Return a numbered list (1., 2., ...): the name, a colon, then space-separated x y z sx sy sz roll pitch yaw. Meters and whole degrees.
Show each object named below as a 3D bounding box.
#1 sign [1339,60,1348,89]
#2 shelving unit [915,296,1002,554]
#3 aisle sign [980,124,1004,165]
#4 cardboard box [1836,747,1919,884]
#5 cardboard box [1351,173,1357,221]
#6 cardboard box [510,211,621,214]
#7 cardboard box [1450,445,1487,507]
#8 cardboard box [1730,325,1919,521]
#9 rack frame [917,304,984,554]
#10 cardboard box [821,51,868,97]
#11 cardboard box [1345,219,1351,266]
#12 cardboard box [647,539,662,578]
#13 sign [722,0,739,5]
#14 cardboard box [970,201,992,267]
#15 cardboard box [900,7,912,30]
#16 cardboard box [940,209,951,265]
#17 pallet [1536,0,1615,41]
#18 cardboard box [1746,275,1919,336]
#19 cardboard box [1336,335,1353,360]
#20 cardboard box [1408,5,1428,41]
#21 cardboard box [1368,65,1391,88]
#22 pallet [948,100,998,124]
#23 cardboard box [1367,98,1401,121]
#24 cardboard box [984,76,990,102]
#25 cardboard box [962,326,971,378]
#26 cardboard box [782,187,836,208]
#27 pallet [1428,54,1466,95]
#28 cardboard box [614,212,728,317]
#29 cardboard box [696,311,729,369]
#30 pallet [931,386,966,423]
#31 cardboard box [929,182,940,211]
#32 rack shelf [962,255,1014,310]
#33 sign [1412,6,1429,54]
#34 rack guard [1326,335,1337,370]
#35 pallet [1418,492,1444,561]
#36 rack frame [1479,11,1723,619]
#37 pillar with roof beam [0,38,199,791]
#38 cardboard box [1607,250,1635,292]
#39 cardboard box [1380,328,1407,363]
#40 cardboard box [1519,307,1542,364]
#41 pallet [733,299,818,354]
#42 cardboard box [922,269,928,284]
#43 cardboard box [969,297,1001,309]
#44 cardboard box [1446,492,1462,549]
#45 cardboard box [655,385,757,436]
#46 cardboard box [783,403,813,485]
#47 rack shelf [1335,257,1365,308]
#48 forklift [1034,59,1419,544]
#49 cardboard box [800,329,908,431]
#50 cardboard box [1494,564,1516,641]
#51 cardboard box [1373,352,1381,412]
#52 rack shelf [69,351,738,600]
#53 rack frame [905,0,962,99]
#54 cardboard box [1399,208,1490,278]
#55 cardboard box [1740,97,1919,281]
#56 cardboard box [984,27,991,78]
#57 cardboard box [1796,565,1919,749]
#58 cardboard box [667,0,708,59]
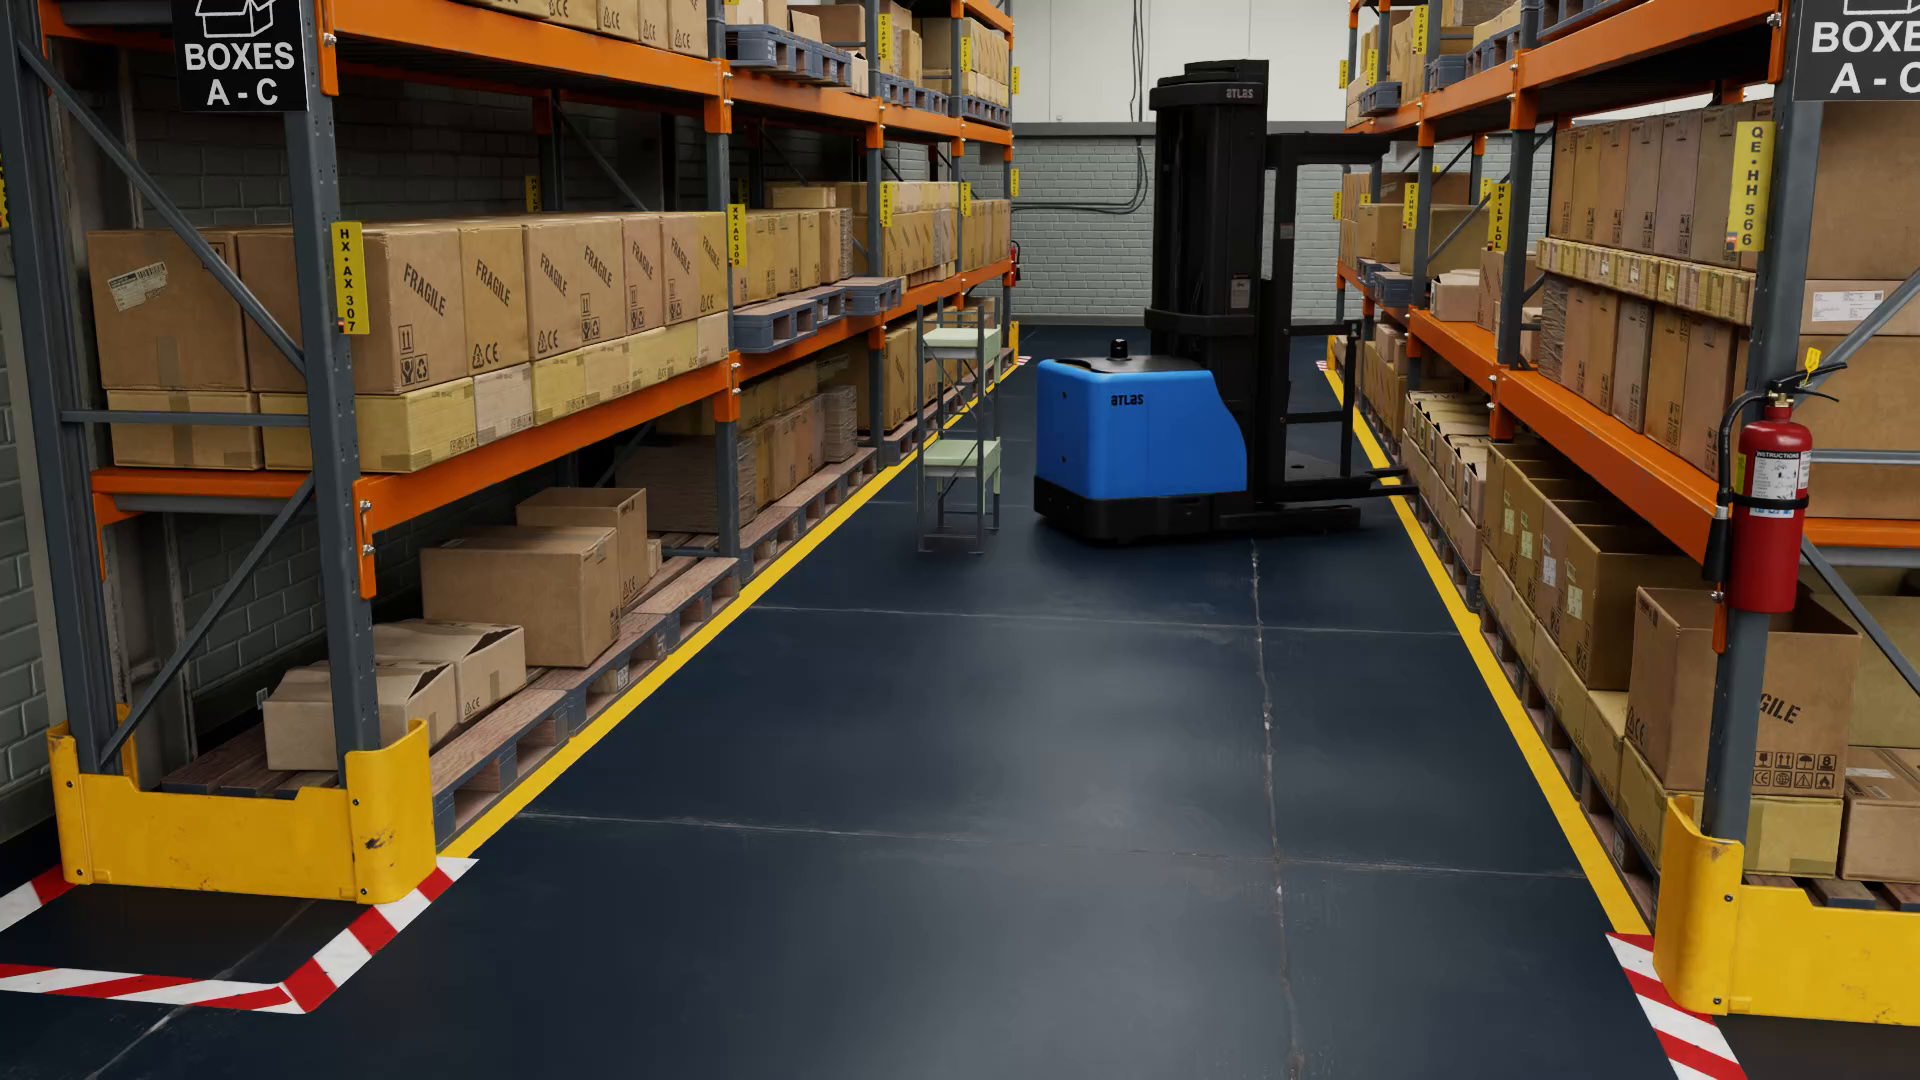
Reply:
1. sign: 4.489 -5.445 19.444 0.100 0.325 0.005 2 12 9
2. shelving unit: -0.001 -0.732 10.329 0.431 1.500 0.755 2 12 9
3. aisle sign: 0.438 -4.970 20.262 0.394 0.787 0.004 2 12 9
4. cardboard box: 2.867 0.831 5.046 0.500 0.250 0.500 2 12 9
5. cardboard box: 4.465 -3.669 17.786 0.500 0.500 0.500 2 12 8
6. cardboard box: -1.994 -1.407 8.433 0.500 0.500 0.500 2 12 7
7. cardboard box: 3.033 -0.373 9.303 0.500 0.311 0.500 2 12 10
8. cardboard box: 2.649 -0.349 4.754 0.700 0.500 0.500 2 12 9
9. rack frame: -0.057 -0.656 9.975 0.400 1.500 0.023 2 12 9
10. cardboard box: -0.944 -3.302 11.739 0.500 0.311 0.500 2 12 9
11. cardboard box: 4.543 -3.287 18.387 0.500 0.500 0.500 2 12 8
12. cardboard box: -1.768 0.087 8.651 0.380 0.166 0.250 0 12 1
13. sign: -1.178 -2.899 8.476 0.100 0.325 0.005 2 12 9
14. cardboard box: -0.165 -3.423 18.546 0.980 0.700 0.700 1 12 6
15. cardboard box: -0.750 -4.779 15.366 0.500 0.250 0.500 3 12 13
16. cardboard box: -0.375 -2.854 15.626 0.500 0.500 0.500 2 12 9
17. pallet: 3.074 -2.280 7.045 1.003 0.211 1.213 2 12 9
18. cardboard box: 2.435 -0.655 4.634 0.380 0.149 0.250 2 12 8
19. cardboard box: 4.585 -2.197 19.048 0.500 0.250 0.500 2 12 9
20. cardboard box: 4.058 -4.090 13.761 0.600 0.600 0.600 1 12 6
21. cardboard box: 4.217 -4.448 16.064 0.500 0.250 0.500 2 12 9
22. pallet: -0.159 -4.707 18.305 1.003 0.211 1.213 2 12 9
23. cardboard box: 4.222 -4.204 16.116 0.500 0.250 0.500 2 12 9
24. cardboard box: 0.046 -4.856 17.907 0.500 0.250 0.500 2 12 7
25. cardboard box: -0.269 -1.996 17.574 0.700 0.500 0.500 2 12 9
26. cardboard box: -1.123 -2.536 12.321 0.380 0.149 0.250 0 12 1
27. pallet: 3.779 -3.098 11.078 1.213 0.211 1.003 2 12 11
28. cardboard box: -1.482 -1.390 8.352 0.500 0.500 0.500 2 12 9
29. cardboard box: -1.489 -1.023 8.431 0.500 0.250 0.500 2 12 9
30. pallet: -0.529 -1.335 16.185 1.003 0.211 1.213 2 12 9
31. cardboard box: -0.471 -3.114 15.050 0.500 0.250 0.500 2 12 10
32. rack shelf: -0.177 -2.925 18.655 1.077 0.370 4.000 2 12 9
33. sign: 3.259 -3.605 11.756 0.100 0.325 0.005 2 12 9
34. rack guard: 5.014 -2.296 19.960 1.175 0.500 0.348 2 12 9
35. pallet: 3.440 -0.082 10.372 1.003 0.211 1.213 2 12 9
36. rack frame: 3.180 -1.036 8.179 1.000 3.000 0.127 2 12 9
37. pillar with roof beam: 1.176 -3.330 4.584 9.100 9.000 0.400 2 12 9
38. cardboard box: 2.713 -1.029 6.373 0.380 0.149 0.250 2 12 8
39. cardboard box: 3.865 -1.655 14.164 0.500 0.250 0.500 2 12 8
40. cardboard box: 3.213 -1.066 8.677 0.500 0.250 0.500 3 12 12
41. pallet: -1.454 -1.256 9.657 1.003 0.211 1.213 2 12 9
42. cardboard box: -0.496 -2.405 15.083 0.380 0.149 0.250 2 12 7
43. cardboard box: 0.282 -2.812 19.820 0.380 0.149 0.250 2 12 8
44. cardboard box: 3.037 -0.098 9.357 0.500 0.250 0.500 2 12 8
45. cardboard box: -1.554 -0.801 10.198 0.500 0.250 0.500 2 12 7
46. cardboard box: -1.402 -0.662 11.334 0.700 0.500 0.500 2 12 8
47. rack shelf: 4.718 -2.766 17.914 1.077 0.370 4.000 2 12 9
48. forklift: 2.064 -1.571 10.828 3.031 2.935 1.130 -4 13 -18
49. cardboard box: -0.857 -1.331 13.657 0.750 0.750 0.750 2 12 8
50. cardboard box: 2.727 0.294 7.540 0.500 0.250 0.500 2 12 9
51. cardboard box: 3.940 -1.386 14.695 0.500 0.500 0.500 2 12 9
52. rack shelf: -2.023 -0.427 7.064 1.077 0.370 4.000 2 12 9
53. rack frame: -0.485 -5.793 16.016 1.000 3.000 0.127 2 12 9
54. cardboard box: 3.781 -2.257 12.613 0.700 0.500 0.500 -2 12 -10
55. cardboard box: 2.657 -0.994 4.668 0.700 0.500 0.500 2 12 9
56. cardboard box: 0.045 -5.224 17.836 0.500 0.500 0.500 2 12 9
57. cardboard box: 2.942 0.361 5.450 0.500 0.500 0.500 2 12 9
58. cardboard box: -1.549 -2.607 8.064 0.500 0.500 0.500 2 12 10
